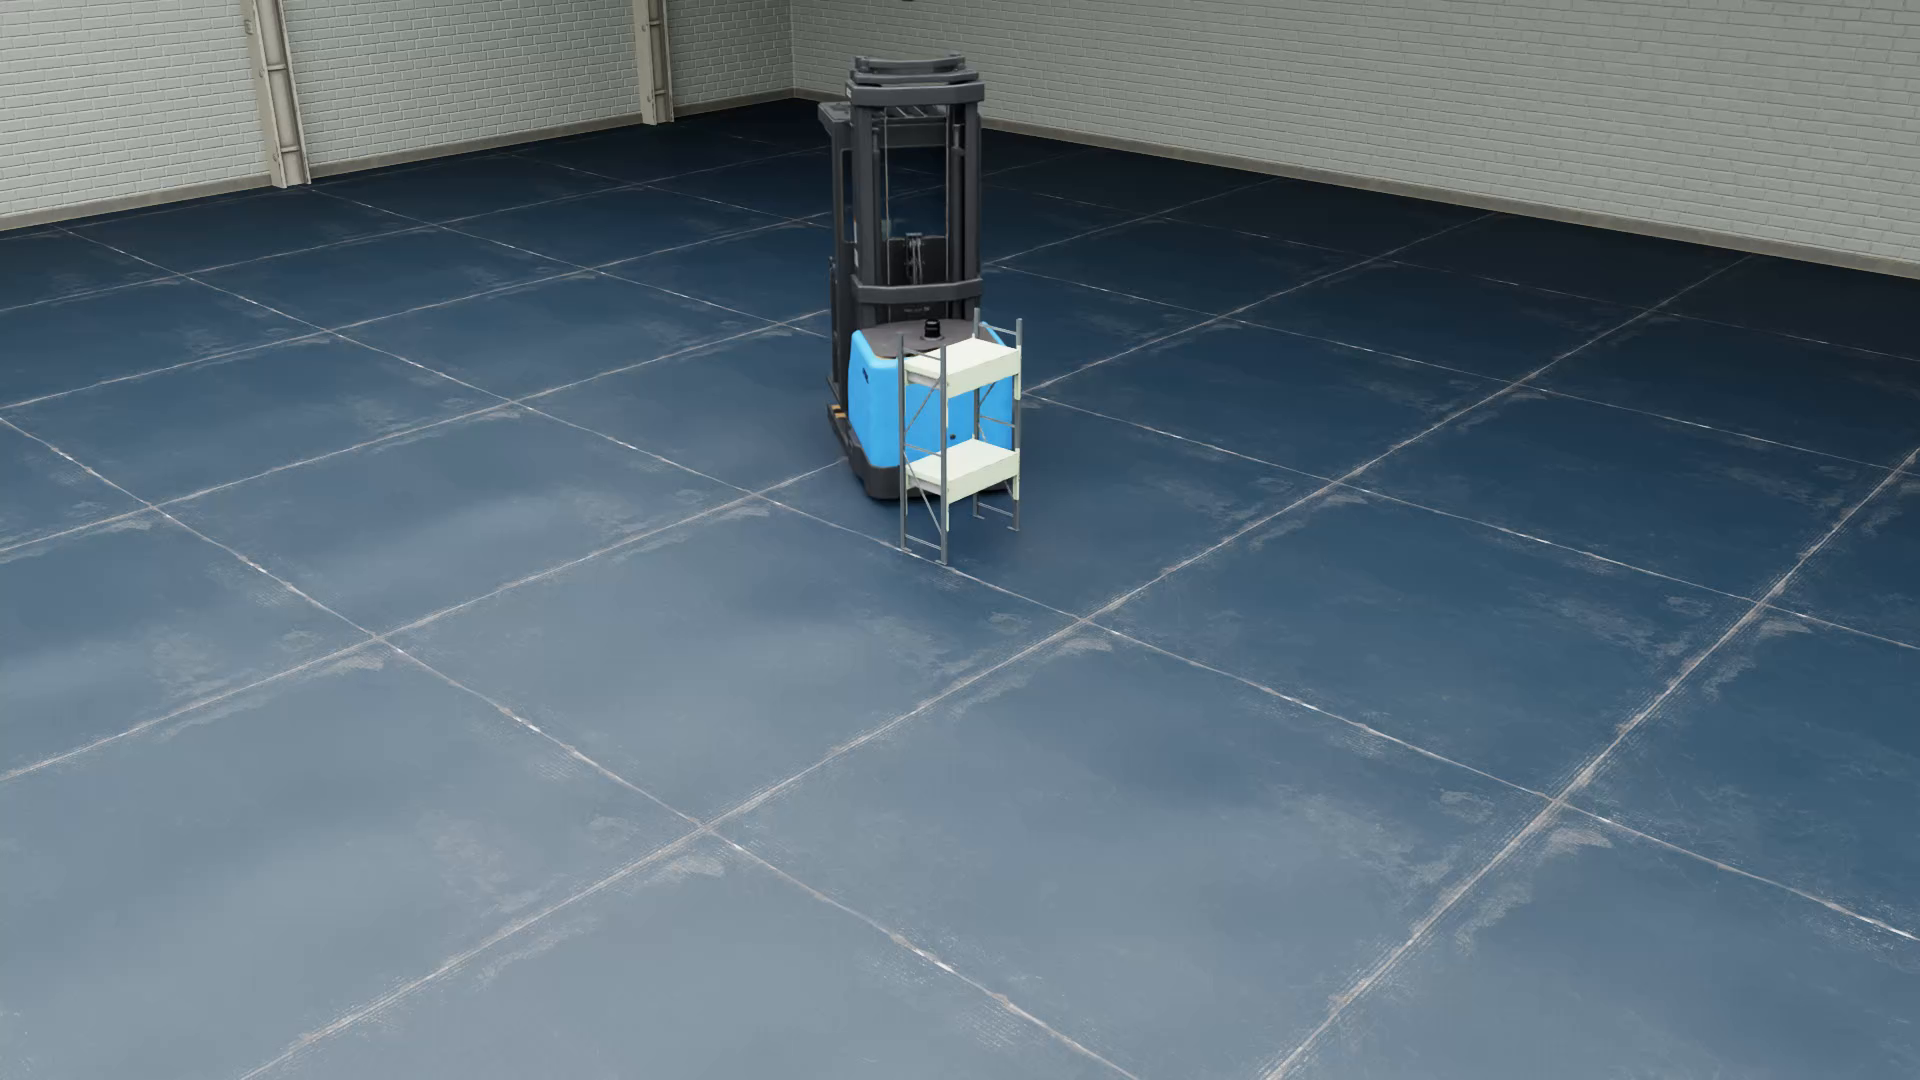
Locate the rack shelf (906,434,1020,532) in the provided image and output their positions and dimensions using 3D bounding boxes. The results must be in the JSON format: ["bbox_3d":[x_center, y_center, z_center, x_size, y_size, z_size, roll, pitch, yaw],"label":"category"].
[{"bbox_3d":[0.004,-0.389,11.081,0.431,0.370,0.720,20,31,38],"label":"rack shelf"}]

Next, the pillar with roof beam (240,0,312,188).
[{"bbox_3d":[-5.447,-7.538,17.062,9.100,9.000,0.400,20,31,38],"label":"pillar with roof beam"}]

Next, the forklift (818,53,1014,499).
[{"bbox_3d":[-0.441,-2.201,12.576,1.130,2.935,3.031,-5,25,-12],"label":"forklift"}]

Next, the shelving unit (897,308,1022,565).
[{"bbox_3d":[0.004,-0.686,10.948,0.431,1.500,0.755,20,31,38],"label":"shelving unit"}]

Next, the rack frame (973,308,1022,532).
[{"bbox_3d":[0.249,-0.798,11.196,0.400,1.500,0.023,20,31,38],"label":"rack frame"}]

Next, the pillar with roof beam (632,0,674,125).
[{"bbox_3d":[-1.442,-9.366,21.140,9.100,9.000,0.400,20,31,38],"label":"pillar with roof beam"}]

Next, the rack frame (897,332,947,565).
[{"bbox_3d":[-0.240,-0.575,10.699,0.400,1.500,0.023,20,31,38],"label":"rack frame"}]

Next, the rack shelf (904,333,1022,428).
[{"bbox_3d":[0.004,-1.042,10.788,0.431,0.370,0.720,20,31,38],"label":"rack shelf"}]
